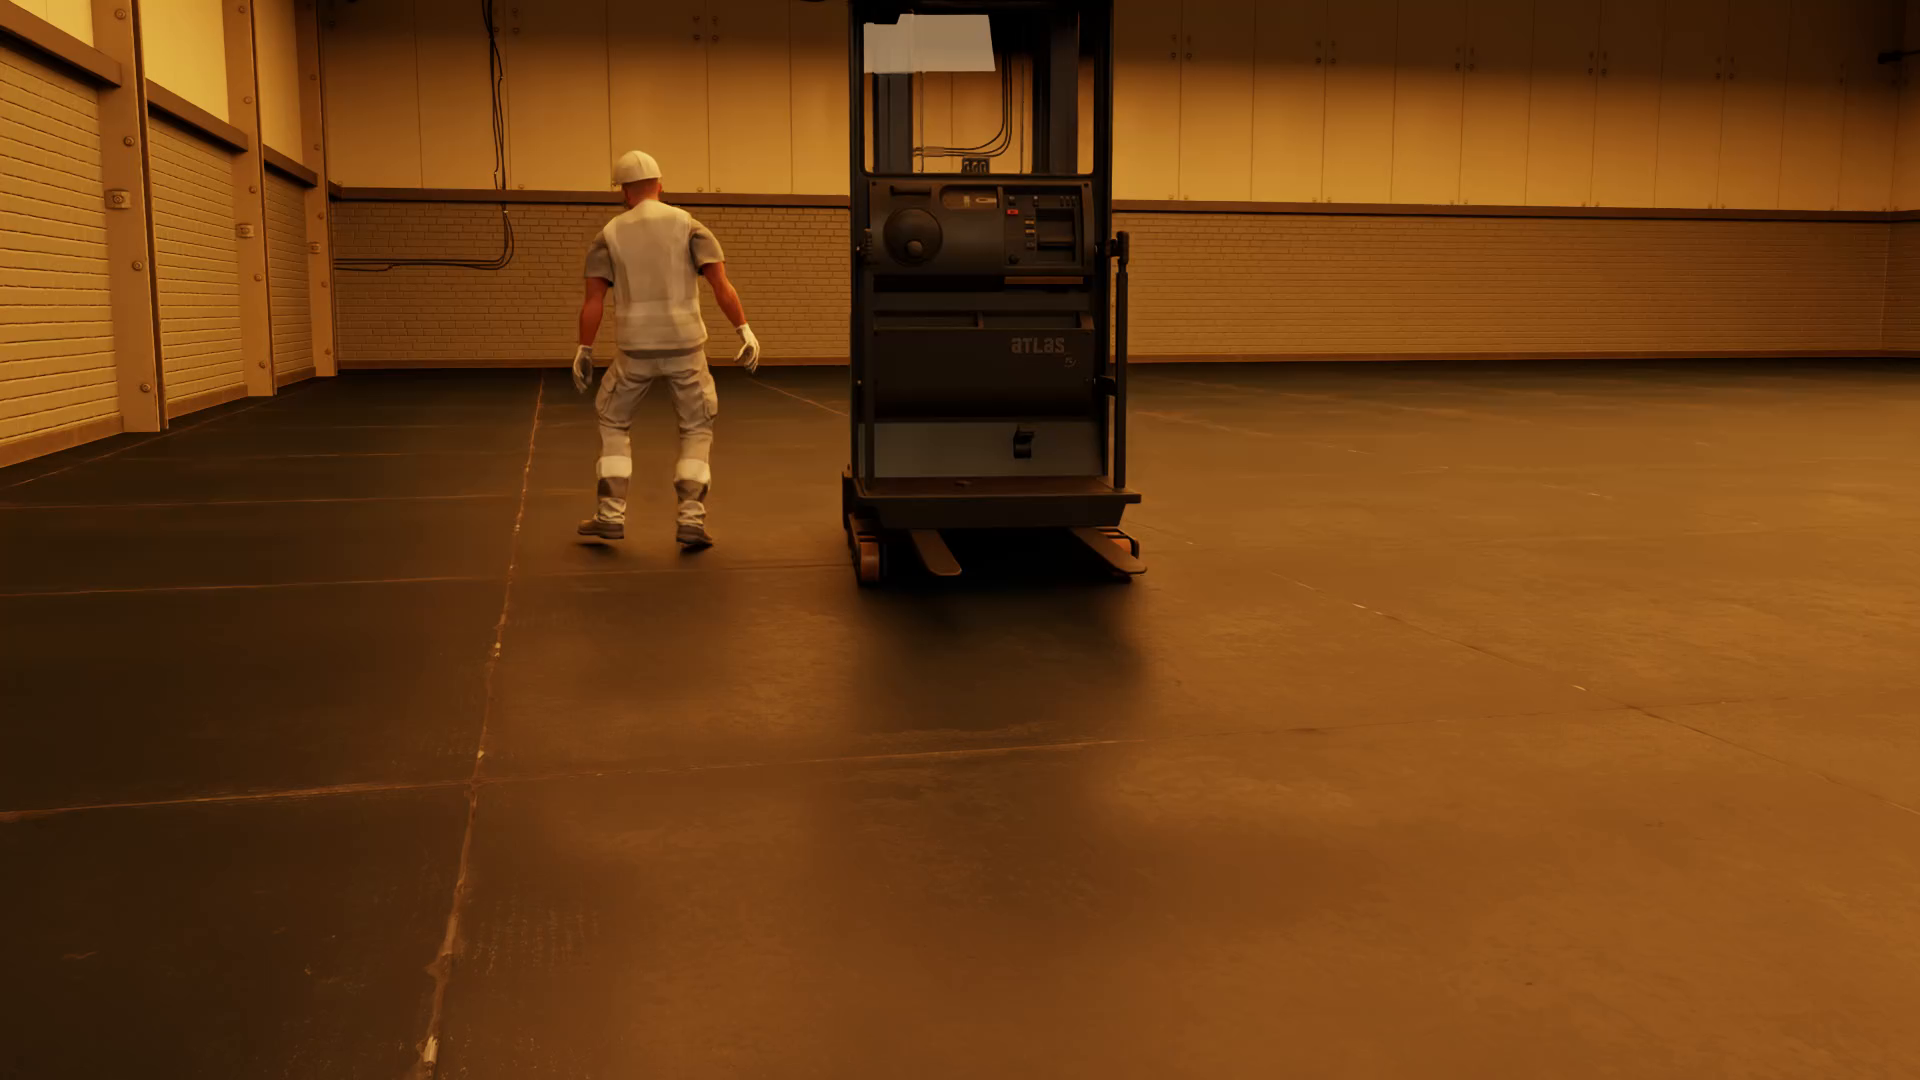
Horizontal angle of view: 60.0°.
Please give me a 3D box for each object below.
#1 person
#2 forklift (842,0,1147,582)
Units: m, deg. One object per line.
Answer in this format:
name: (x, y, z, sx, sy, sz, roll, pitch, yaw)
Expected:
person: (-1.317, -0.848, 7.402, 0.866, 1.745, 0.469, 0, 8, 1)
forklift: (0.112, -1.332, 6.653, 1.130, 2.935, 3.031, -1, 8, -6)
